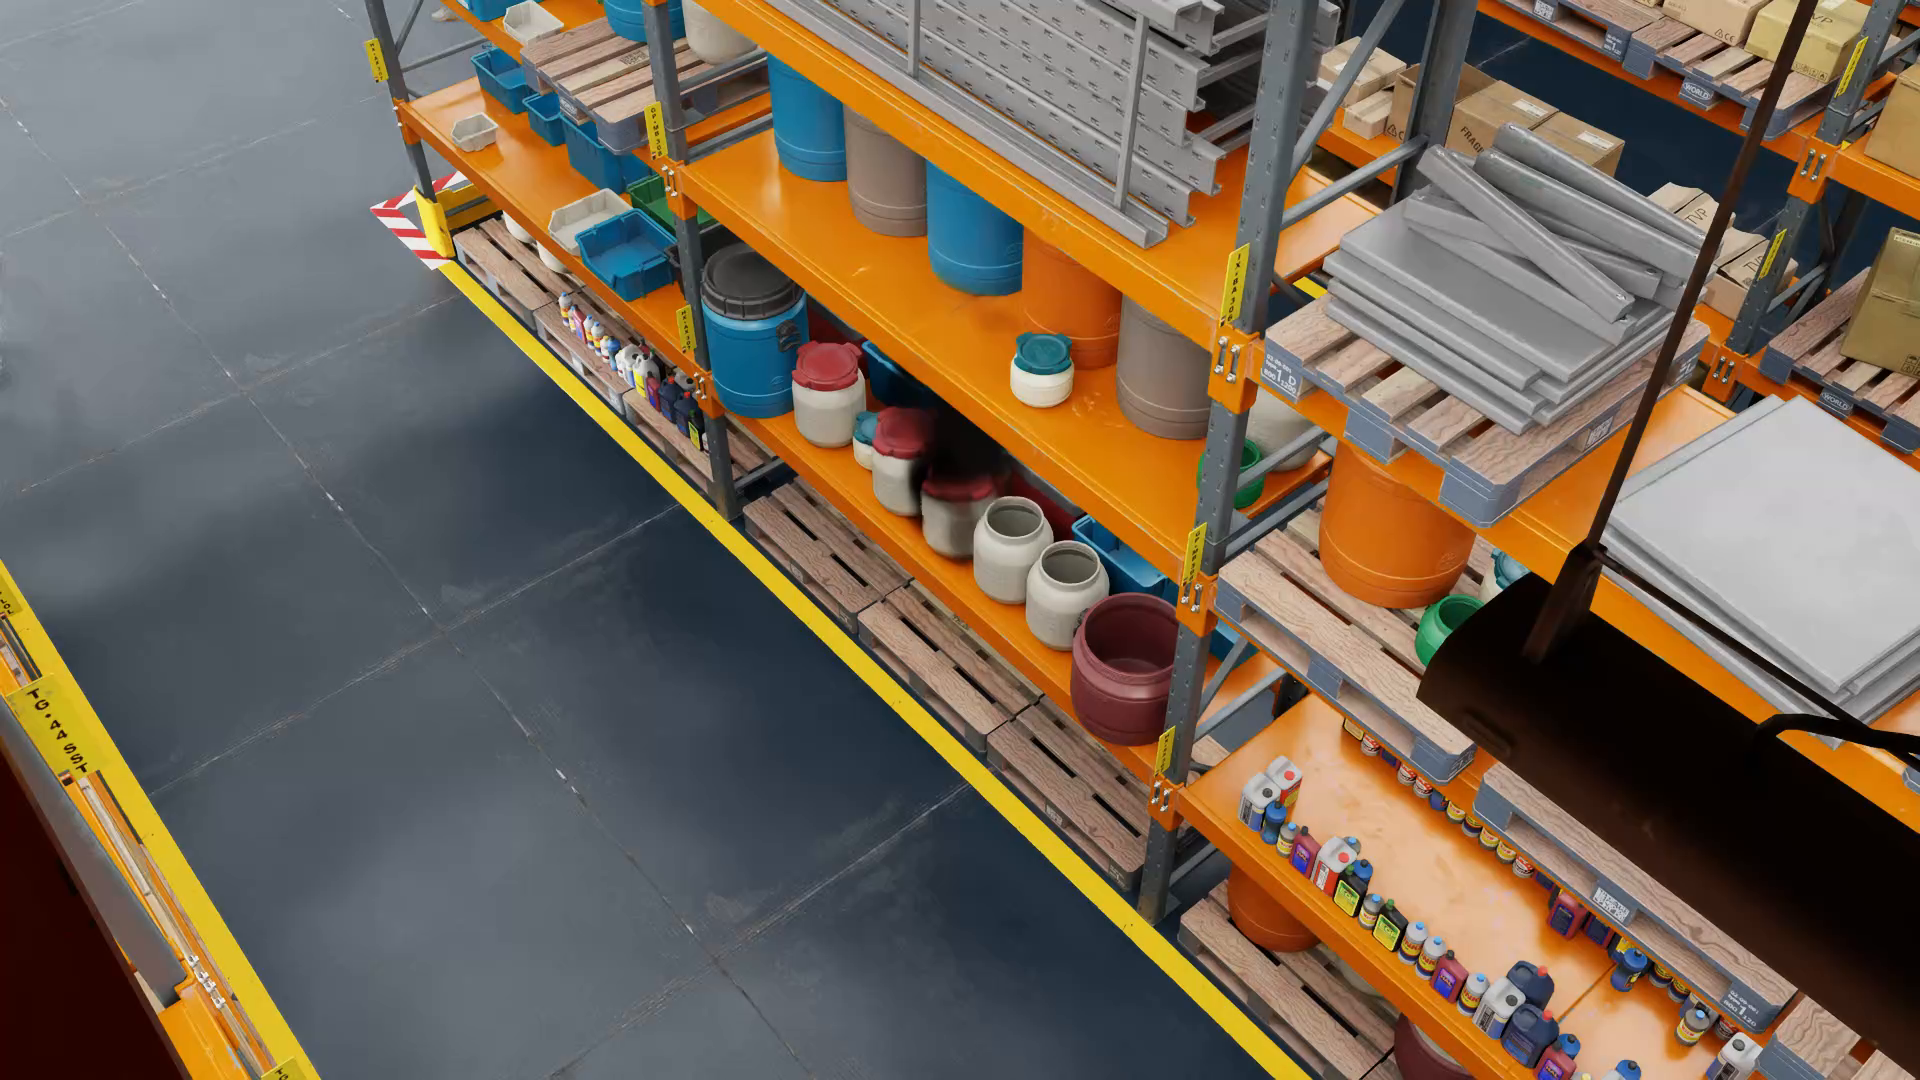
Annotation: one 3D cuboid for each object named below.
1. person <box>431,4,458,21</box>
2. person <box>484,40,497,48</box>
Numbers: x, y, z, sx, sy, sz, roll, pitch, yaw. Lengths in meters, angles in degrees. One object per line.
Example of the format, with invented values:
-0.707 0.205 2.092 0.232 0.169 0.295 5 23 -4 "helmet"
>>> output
-4.495 -5.603 15.097 0.993 1.756 0.725 -17 49 -16 "person"
-3.736 -4.135 13.809 0.539 1.596 0.637 7 47 6 "person"
